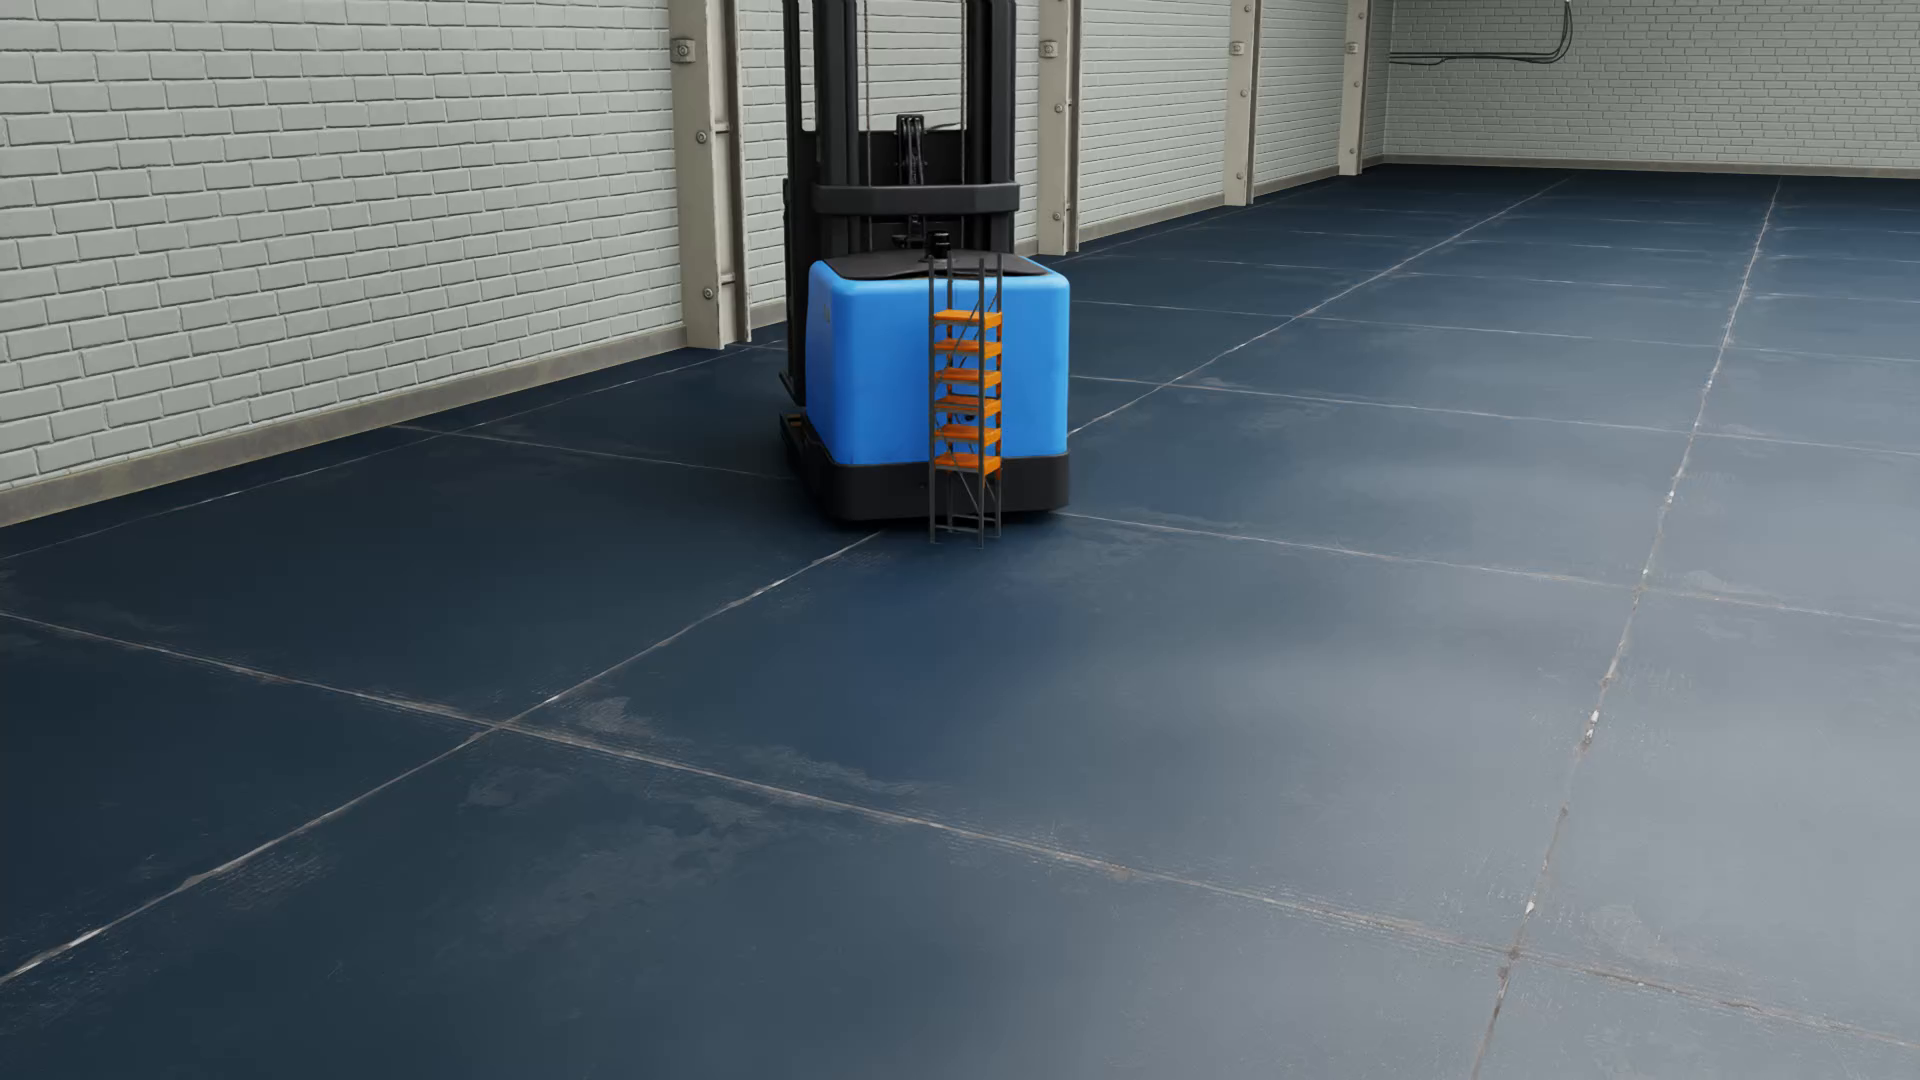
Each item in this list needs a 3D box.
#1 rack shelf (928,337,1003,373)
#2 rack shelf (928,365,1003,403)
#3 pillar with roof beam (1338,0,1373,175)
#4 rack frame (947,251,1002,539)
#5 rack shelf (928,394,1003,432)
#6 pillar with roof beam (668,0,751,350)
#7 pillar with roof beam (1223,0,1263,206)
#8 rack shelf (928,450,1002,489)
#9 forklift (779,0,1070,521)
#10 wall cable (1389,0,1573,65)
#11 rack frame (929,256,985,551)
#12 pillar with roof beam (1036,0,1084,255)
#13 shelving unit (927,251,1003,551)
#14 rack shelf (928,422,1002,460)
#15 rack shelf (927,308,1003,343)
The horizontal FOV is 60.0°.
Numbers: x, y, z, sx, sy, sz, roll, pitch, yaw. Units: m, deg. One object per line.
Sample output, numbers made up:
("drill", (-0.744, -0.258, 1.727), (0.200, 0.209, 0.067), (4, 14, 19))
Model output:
("rack shelf", (0.022, -0.755, 6.773), (0.258, 0.103, 0.180), (7, 18, 22))
("rack shelf", (0.022, -0.640, 6.807), (0.258, 0.103, 0.180), (7, 18, 22))
("pillar with roof beam", (10.196, -9.729, 23.976), (9.100, 9.000, 0.400), (8, 18, 25))
("rack frame", (0.059, -0.592, 6.909), (0.240, 1.200, 0.006), (7, 18, 22))
("rack shelf", (0.022, -0.525, 6.842), (0.258, 0.103, 0.180), (7, 18, 22))
("pillar with roof beam", (2.152, -5.144, 8.539), (9.100, 9.000, 0.400), (8, 18, 25))
("pillar with roof beam", (7.515, -8.201, 18.830), (9.100, 9.000, 0.400), (8, 18, 25))
("rack shelf", (0.022, -0.295, 6.910), (0.258, 0.103, 0.180), (7, 18, 22))
("forklift", (-0.329, -1.865, 8.154), (1.130, 2.935, 3.031), (-3, 17, -12))
("wall cable", (8.844, -9.371, 28.222), (3.097, 2.526, 0.112), (8, 18, 25))
("rack frame", (-0.014, -0.544, 6.748), (0.240, 1.200, 0.006), (7, 18, 22))
("pillar with roof beam", (4.833, -6.673, 13.685), (9.100, 9.000, 0.400), (8, 18, 25))
("shelving unit", (0.022, -0.568, 6.829), (0.258, 1.200, 0.189), (7, 18, 22))
("rack shelf", (0.022, -0.410, 6.876), (0.258, 0.103, 0.180), (7, 18, 22))
("rack shelf", (0.022, -0.870, 6.739), (0.258, 0.103, 0.180), (7, 18, 22))
